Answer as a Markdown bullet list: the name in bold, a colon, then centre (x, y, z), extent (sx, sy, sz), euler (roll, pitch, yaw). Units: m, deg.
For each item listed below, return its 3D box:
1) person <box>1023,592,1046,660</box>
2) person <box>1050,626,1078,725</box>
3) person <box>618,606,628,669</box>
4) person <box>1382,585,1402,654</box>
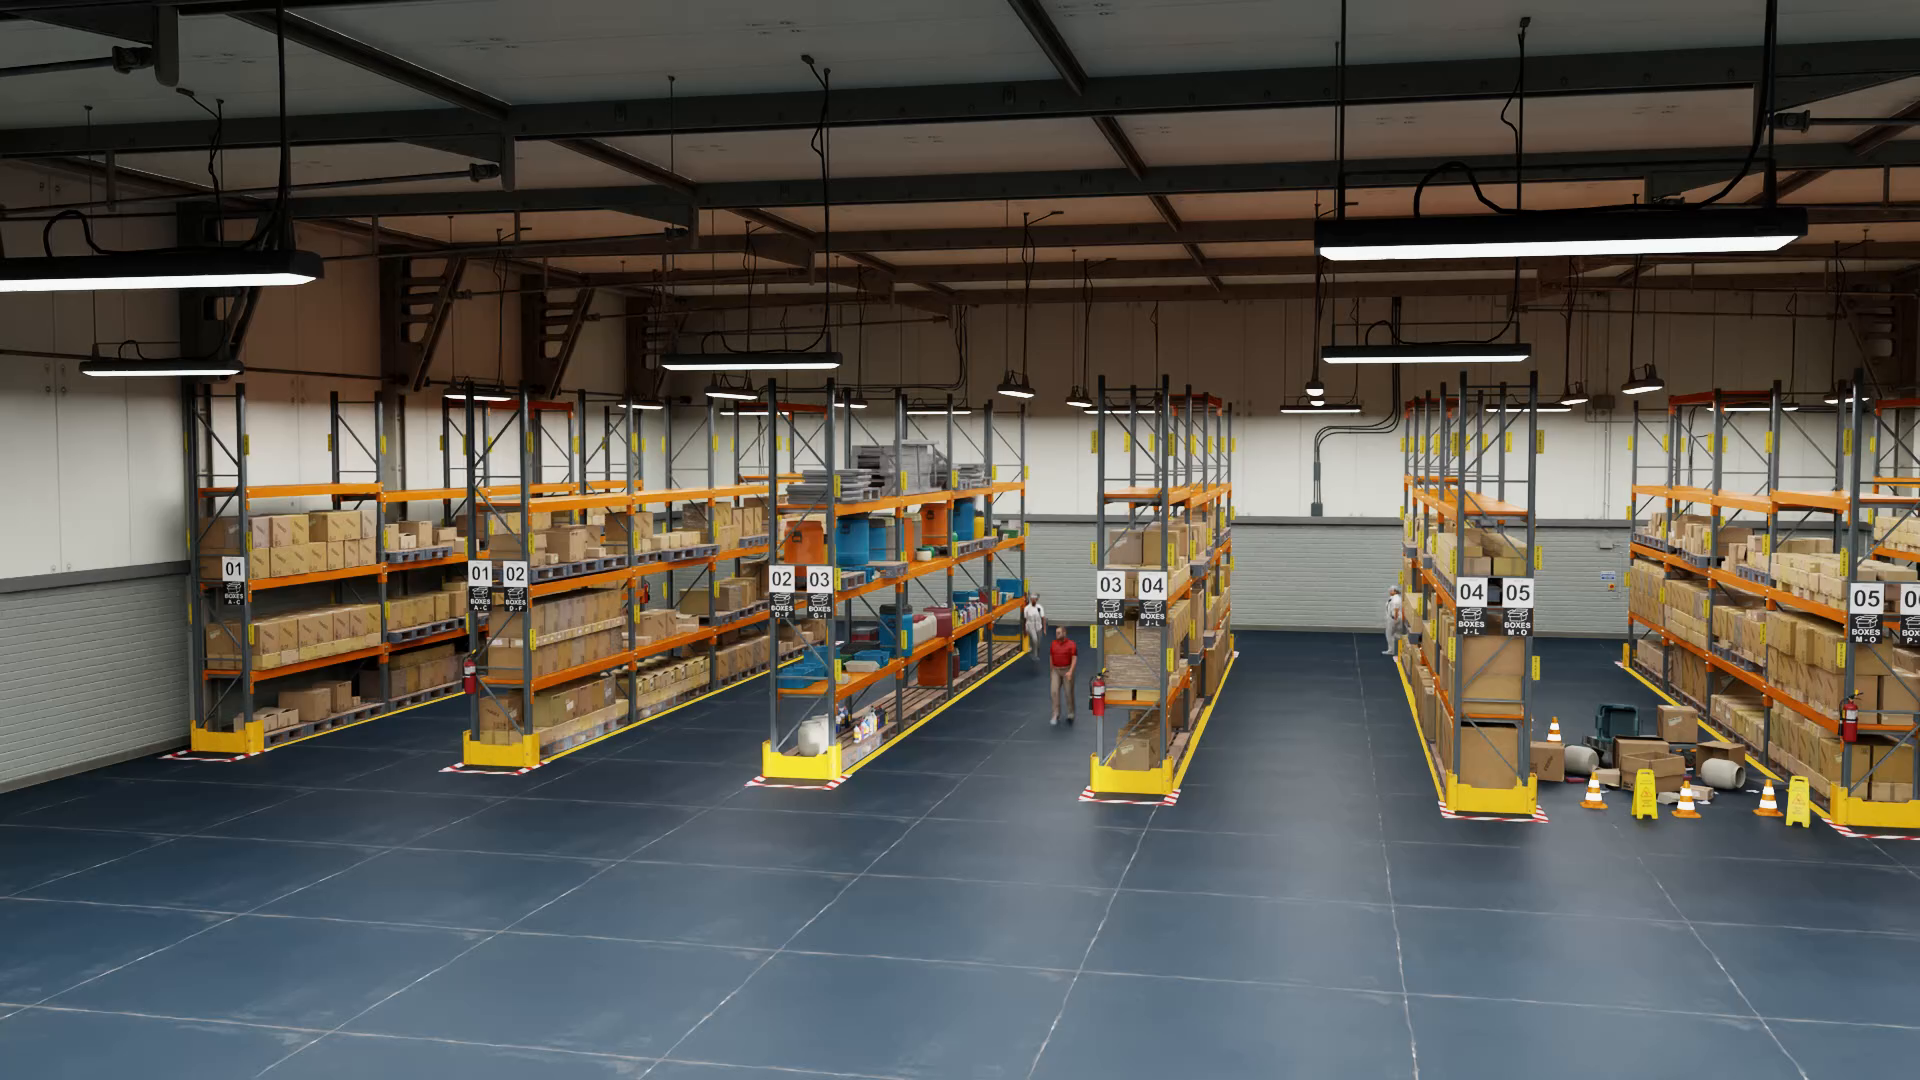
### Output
- **person**: centre (1.644, 1.901, 36.669), extent (0.457, 1.503, 1.033), euler (-1, 3, -13)
- **person**: centre (1.845, 2.434, 30.078), extent (0.561, 1.742, 0.820), euler (1, 4, 22)
- **person**: centre (-7.140, 2.183, 35.638), extent (0.454, 1.544, 0.841), euler (0, 3, -1)
- **person**: centre (10.377, 1.899, 39.589), extent (0.612, 1.639, 0.494), euler (1, 3, 13)
